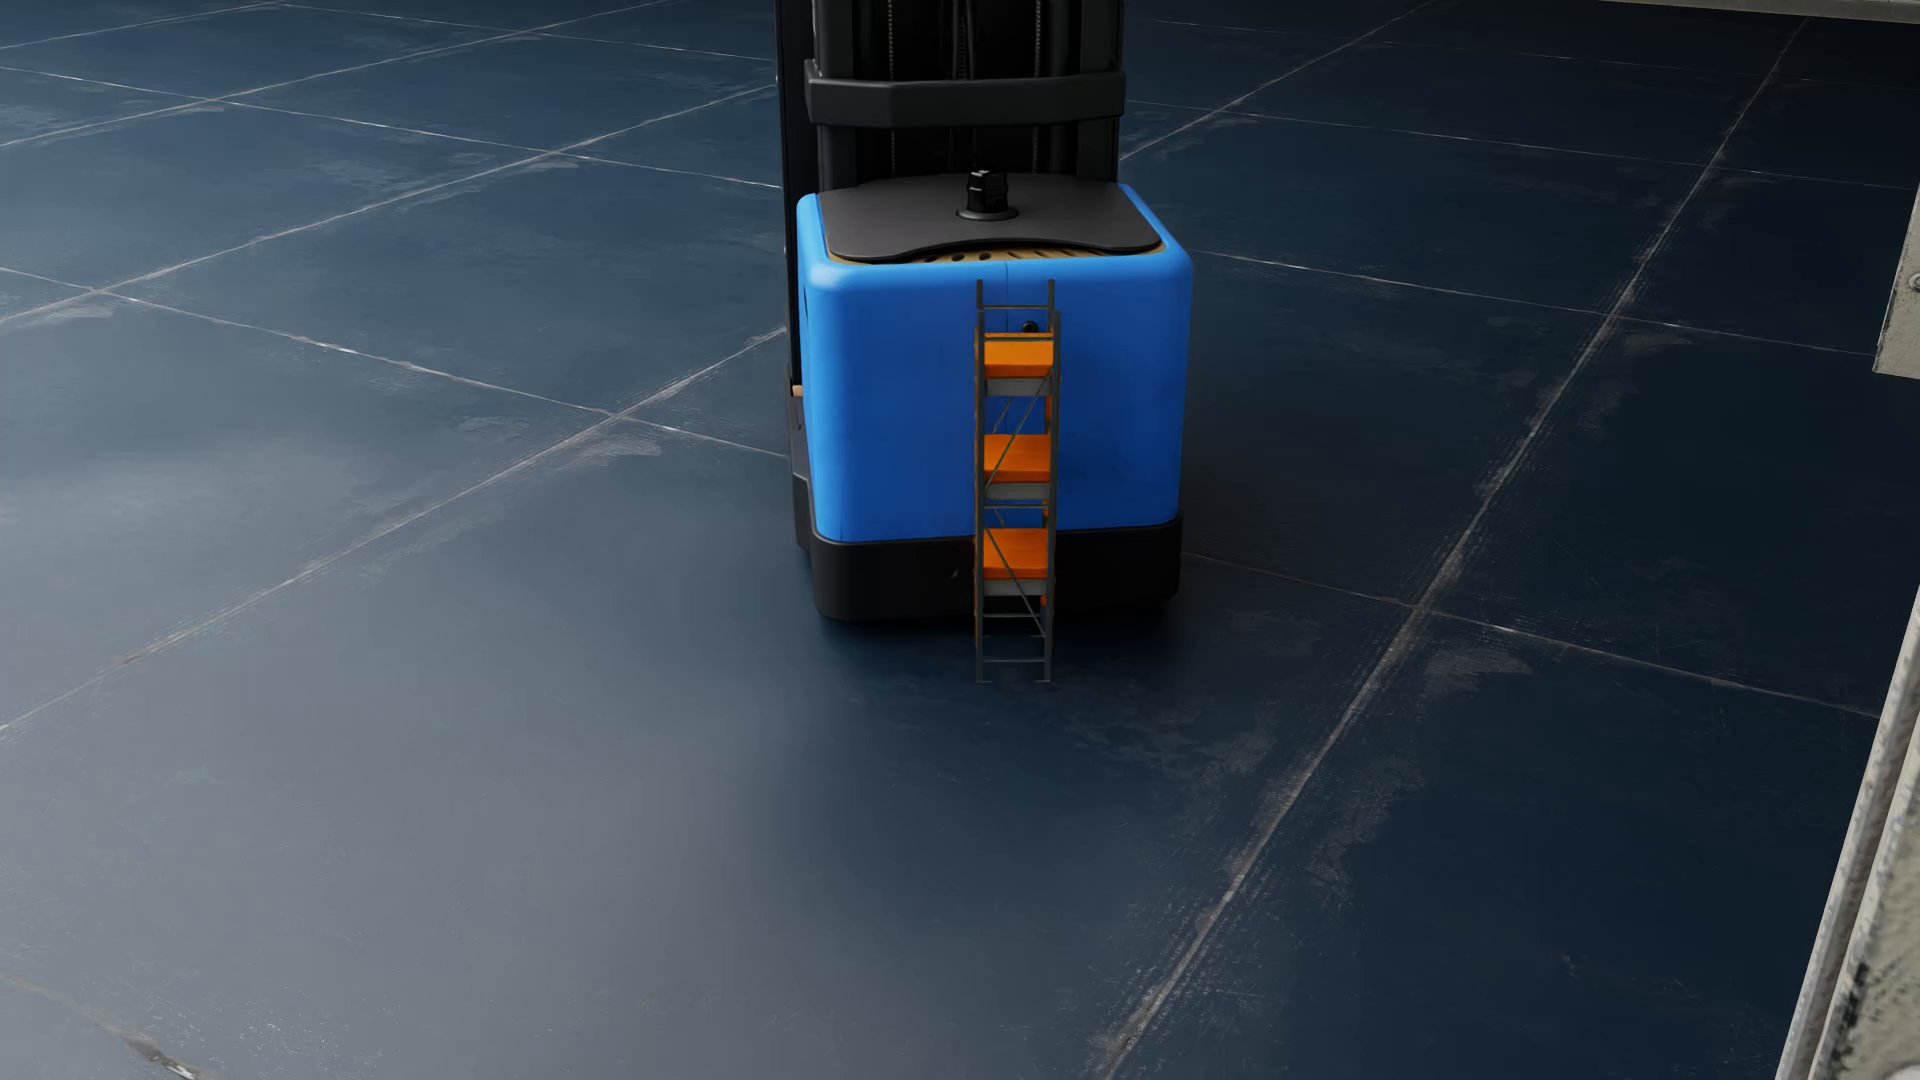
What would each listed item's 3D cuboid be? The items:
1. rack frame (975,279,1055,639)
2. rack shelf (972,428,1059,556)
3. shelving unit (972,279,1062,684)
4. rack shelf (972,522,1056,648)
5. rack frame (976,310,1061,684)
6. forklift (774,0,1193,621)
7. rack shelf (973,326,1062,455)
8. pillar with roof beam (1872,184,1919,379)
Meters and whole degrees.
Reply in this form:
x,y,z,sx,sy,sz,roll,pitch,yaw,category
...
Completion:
x,y,z,sx,sy,sz,roll,pitch,yaw,category
0.141,-0.193,4.463,0.200,1.050,0.008,0,27,-1,rack frame
0.142,-0.129,4.359,0.215,0.259,0.240,0,27,-1,rack shelf
0.142,-0.139,4.354,0.215,1.050,0.252,0,27,-1,shelving unit
0.142,0.119,4.483,0.215,0.259,0.240,0,27,-1,rack shelf
0.144,-0.084,4.245,0.200,1.050,0.008,0,27,-1,rack frame
-0.064,-1.715,5.402,1.130,2.935,3.031,-3,27,-6,forklift
0.142,-0.383,4.232,0.215,0.259,0.240,0,27,-1,rack shelf
0.094,-5.682,6.547,9.100,9.000,0.400,14,30,26,pillar with roof beam
